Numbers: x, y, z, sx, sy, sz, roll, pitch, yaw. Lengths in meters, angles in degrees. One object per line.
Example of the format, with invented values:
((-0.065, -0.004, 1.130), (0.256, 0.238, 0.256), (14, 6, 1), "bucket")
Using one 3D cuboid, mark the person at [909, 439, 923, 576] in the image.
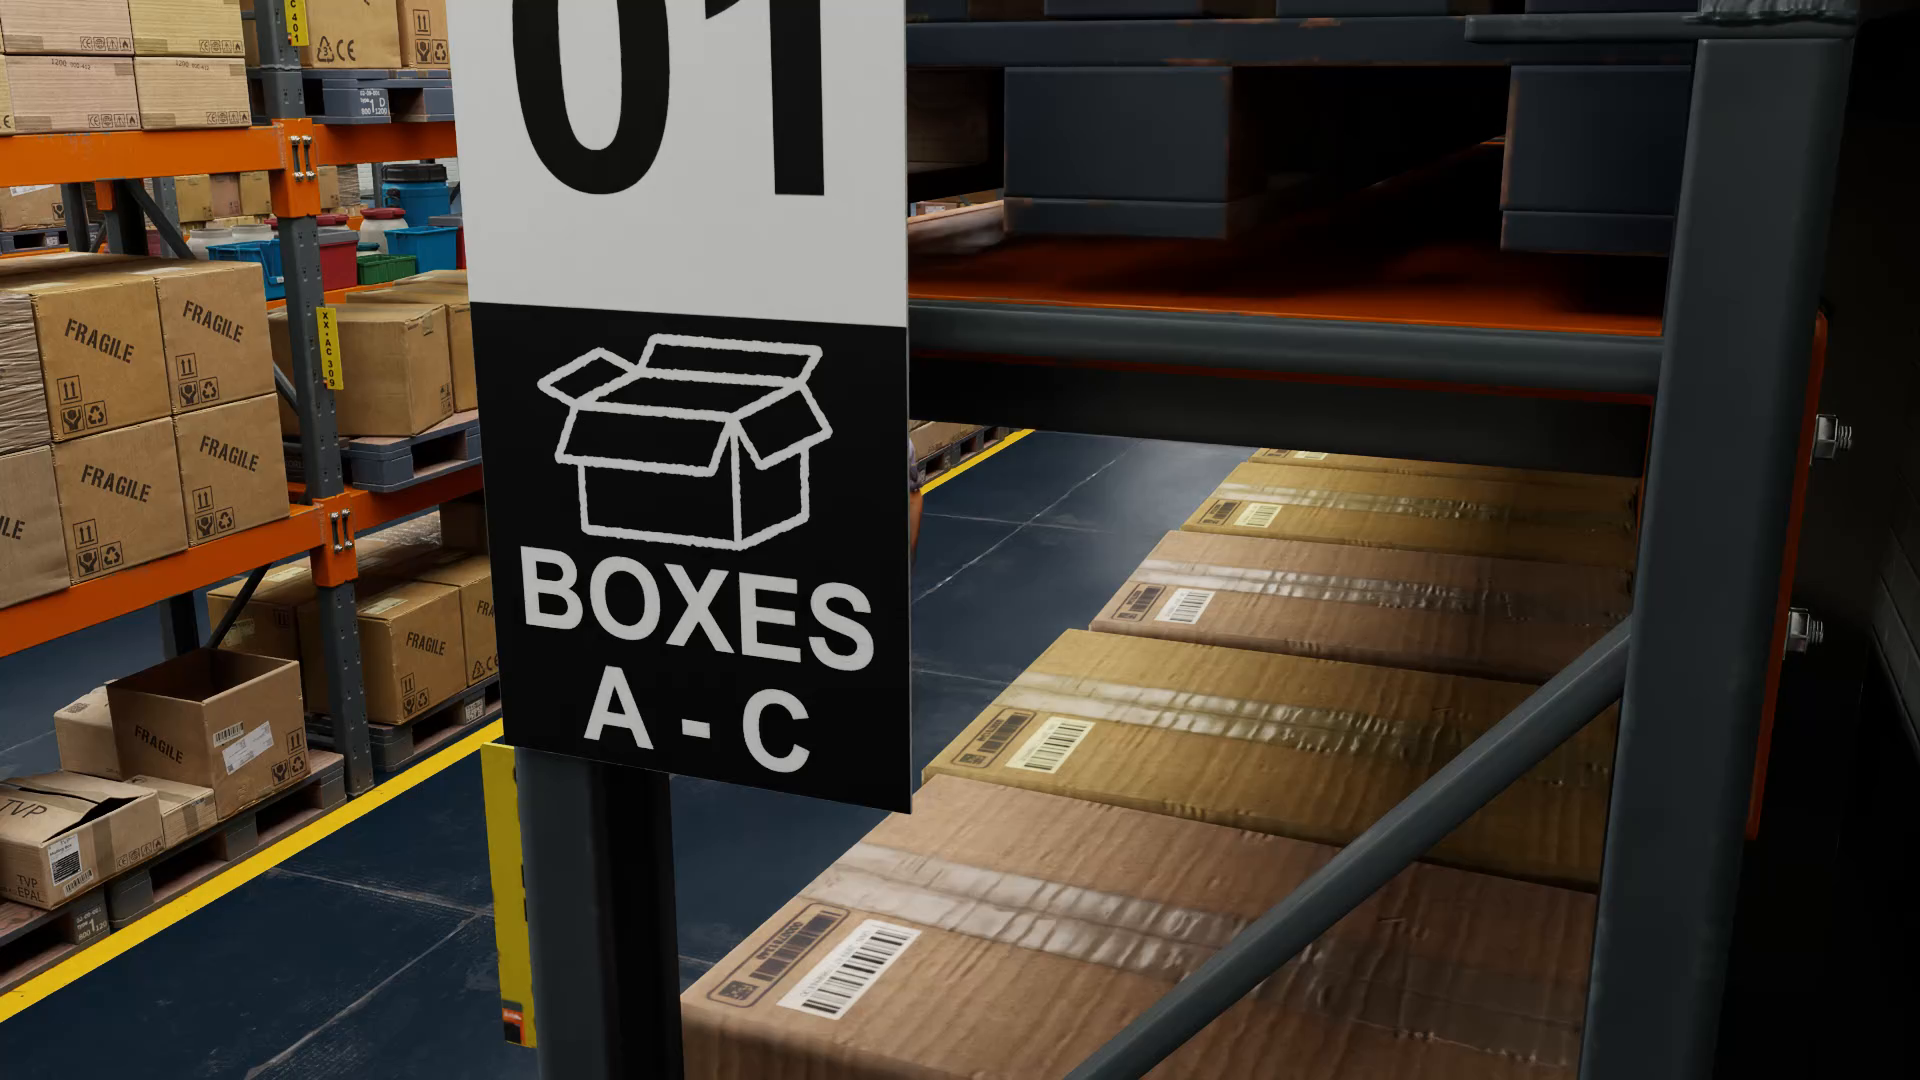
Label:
((-0.450, 0.057, 7.834), (0.539, 1.652, 0.422), (5, 16, 19), "person")
